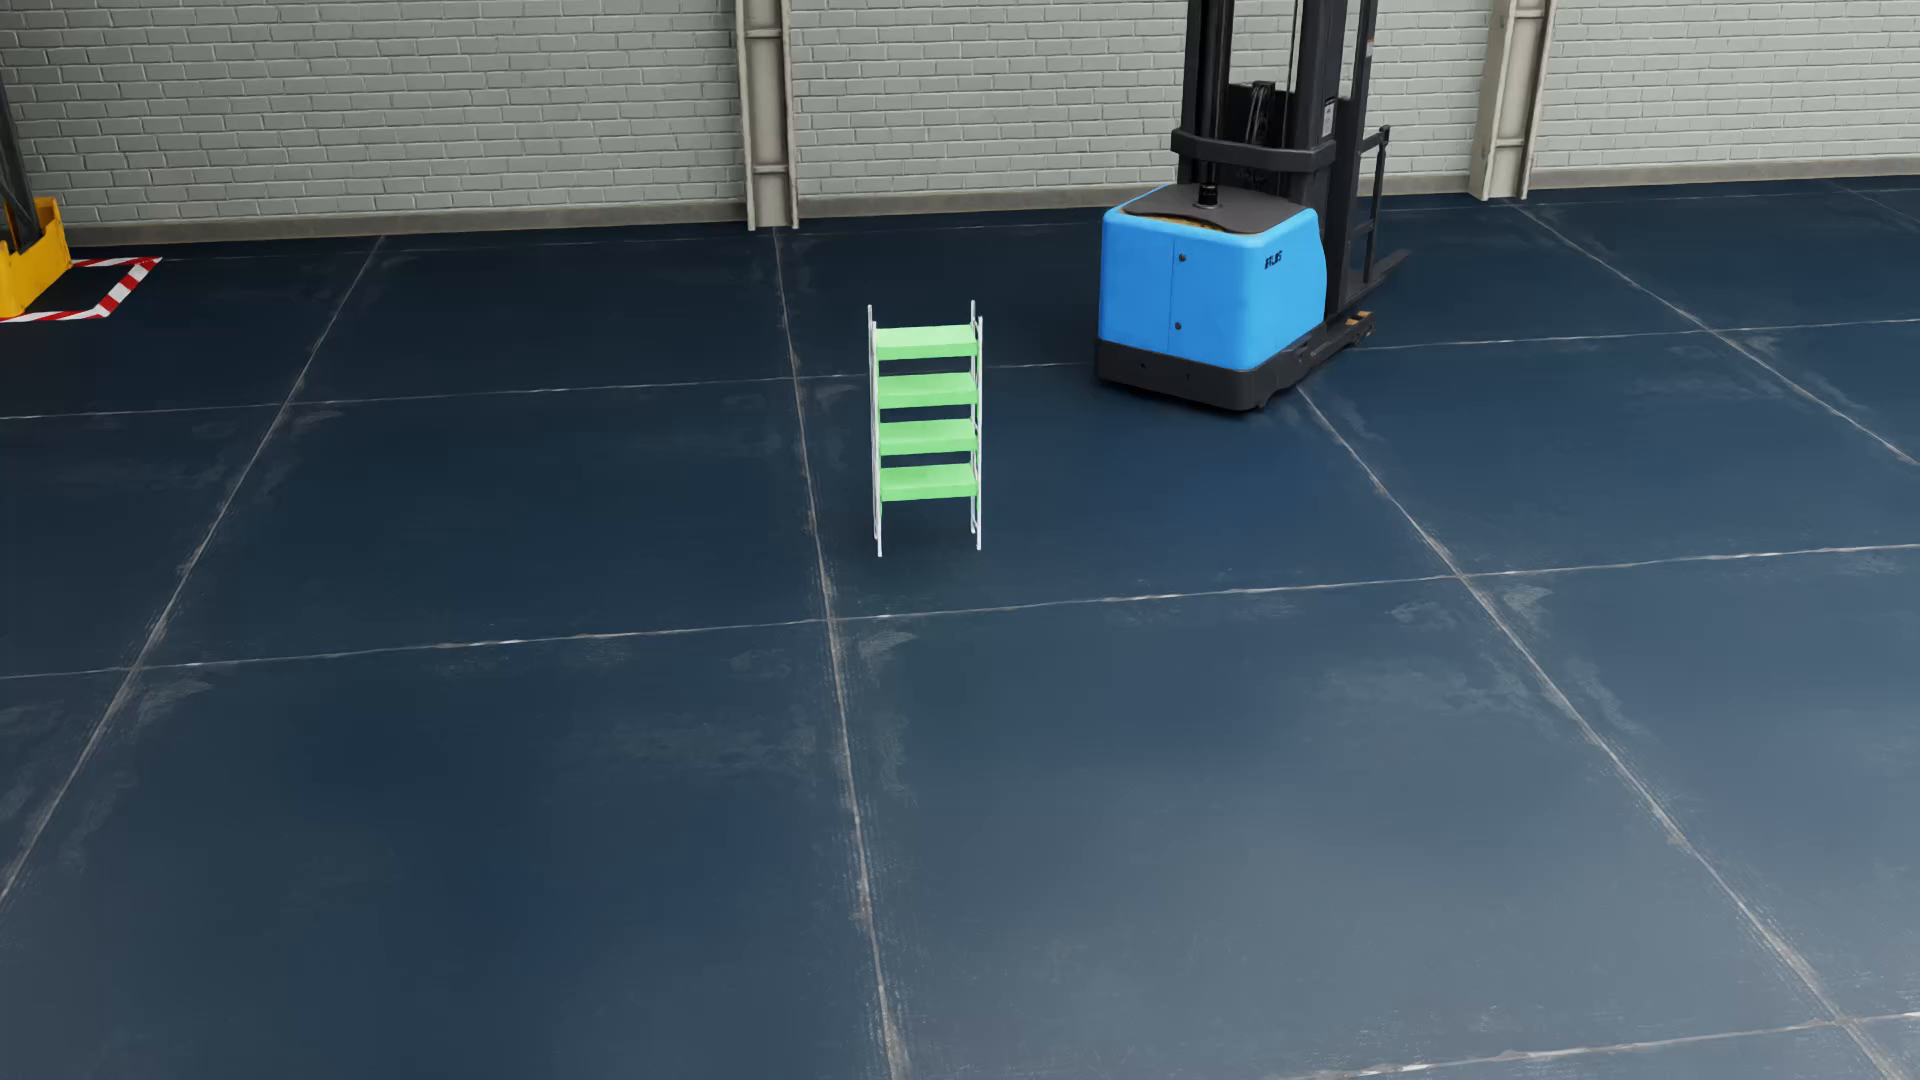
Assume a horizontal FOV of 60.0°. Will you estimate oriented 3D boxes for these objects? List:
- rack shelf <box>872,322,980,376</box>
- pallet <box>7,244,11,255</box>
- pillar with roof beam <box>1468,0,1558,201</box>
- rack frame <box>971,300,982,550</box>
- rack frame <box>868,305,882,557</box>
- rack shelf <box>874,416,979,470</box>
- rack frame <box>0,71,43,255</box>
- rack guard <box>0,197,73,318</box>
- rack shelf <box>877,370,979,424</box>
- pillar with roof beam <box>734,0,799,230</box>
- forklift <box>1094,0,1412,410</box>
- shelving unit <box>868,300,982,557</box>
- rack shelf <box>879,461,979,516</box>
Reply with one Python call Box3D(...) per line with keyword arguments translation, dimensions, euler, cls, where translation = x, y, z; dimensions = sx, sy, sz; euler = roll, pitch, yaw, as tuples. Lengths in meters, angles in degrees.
Box3D(translation=(-0.164, -0.894, 7.766), dimensions=(0.480, 0.148, 0.258), euler=(-4, 27, -7), cls="rack shelf")
Box3D(translation=(-7.352, -1.774, 11.475), dimensions=(1.213, 0.211, 1.003), euler=(-4, 27, -7), cls="pallet")
Box3D(translation=(5.067, -4.931, 8.003), dimensions=(0.400, 9.000, 9.100), euler=(-4, 27, -7), cls="pillar with roof beam")
Box3D(translation=(0.078, -0.539, 7.986), dimensions=(0.015, 1.200, 0.240), euler=(-4, 27, -7), cls="rack frame")
Box3D(translation=(-0.406, -0.508, 7.925), dimensions=(0.015, 1.200, 0.240), euler=(-4, 27, -7), cls="rack frame")
Box3D(translation=(-0.164, -0.466, 7.985), dimensions=(0.480, 0.148, 0.258), euler=(-4, 27, -7), cls="rack shelf")
Box3D(translation=(-6.601, -3.082, 10.970), dimensions=(0.127, 3.000, 1.000), euler=(-4, 27, -7), cls="rack frame")
Box3D(translation=(-6.577, -1.971, 11.544), dimensions=(0.348, 0.500, 1.175), euler=(-4, 27, -7), cls="rack guard")
Box3D(translation=(-0.164, -0.680, 7.875), dimensions=(0.480, 0.148, 0.258), euler=(-4, 27, -7), cls="rack shelf")
Box3D(translation=(-0.875, -4.549, 7.259), dimensions=(0.400, 9.000, 9.100), euler=(-4, 27, -7), cls="pillar with roof beam")
Box3D(translation=(2.059, -2.669, 10.241), dimensions=(1.130, 2.935, 3.031), euler=(17, 32, 30), cls="forklift")
Box3D(translation=(-0.164, -0.523, 7.956), dimensions=(0.503, 1.200, 0.258), euler=(-4, 27, -7), cls="shelving unit")
Box3D(translation=(-0.164, -0.253, 8.094), dimensions=(0.480, 0.148, 0.258), euler=(-4, 27, -7), cls="rack shelf")
